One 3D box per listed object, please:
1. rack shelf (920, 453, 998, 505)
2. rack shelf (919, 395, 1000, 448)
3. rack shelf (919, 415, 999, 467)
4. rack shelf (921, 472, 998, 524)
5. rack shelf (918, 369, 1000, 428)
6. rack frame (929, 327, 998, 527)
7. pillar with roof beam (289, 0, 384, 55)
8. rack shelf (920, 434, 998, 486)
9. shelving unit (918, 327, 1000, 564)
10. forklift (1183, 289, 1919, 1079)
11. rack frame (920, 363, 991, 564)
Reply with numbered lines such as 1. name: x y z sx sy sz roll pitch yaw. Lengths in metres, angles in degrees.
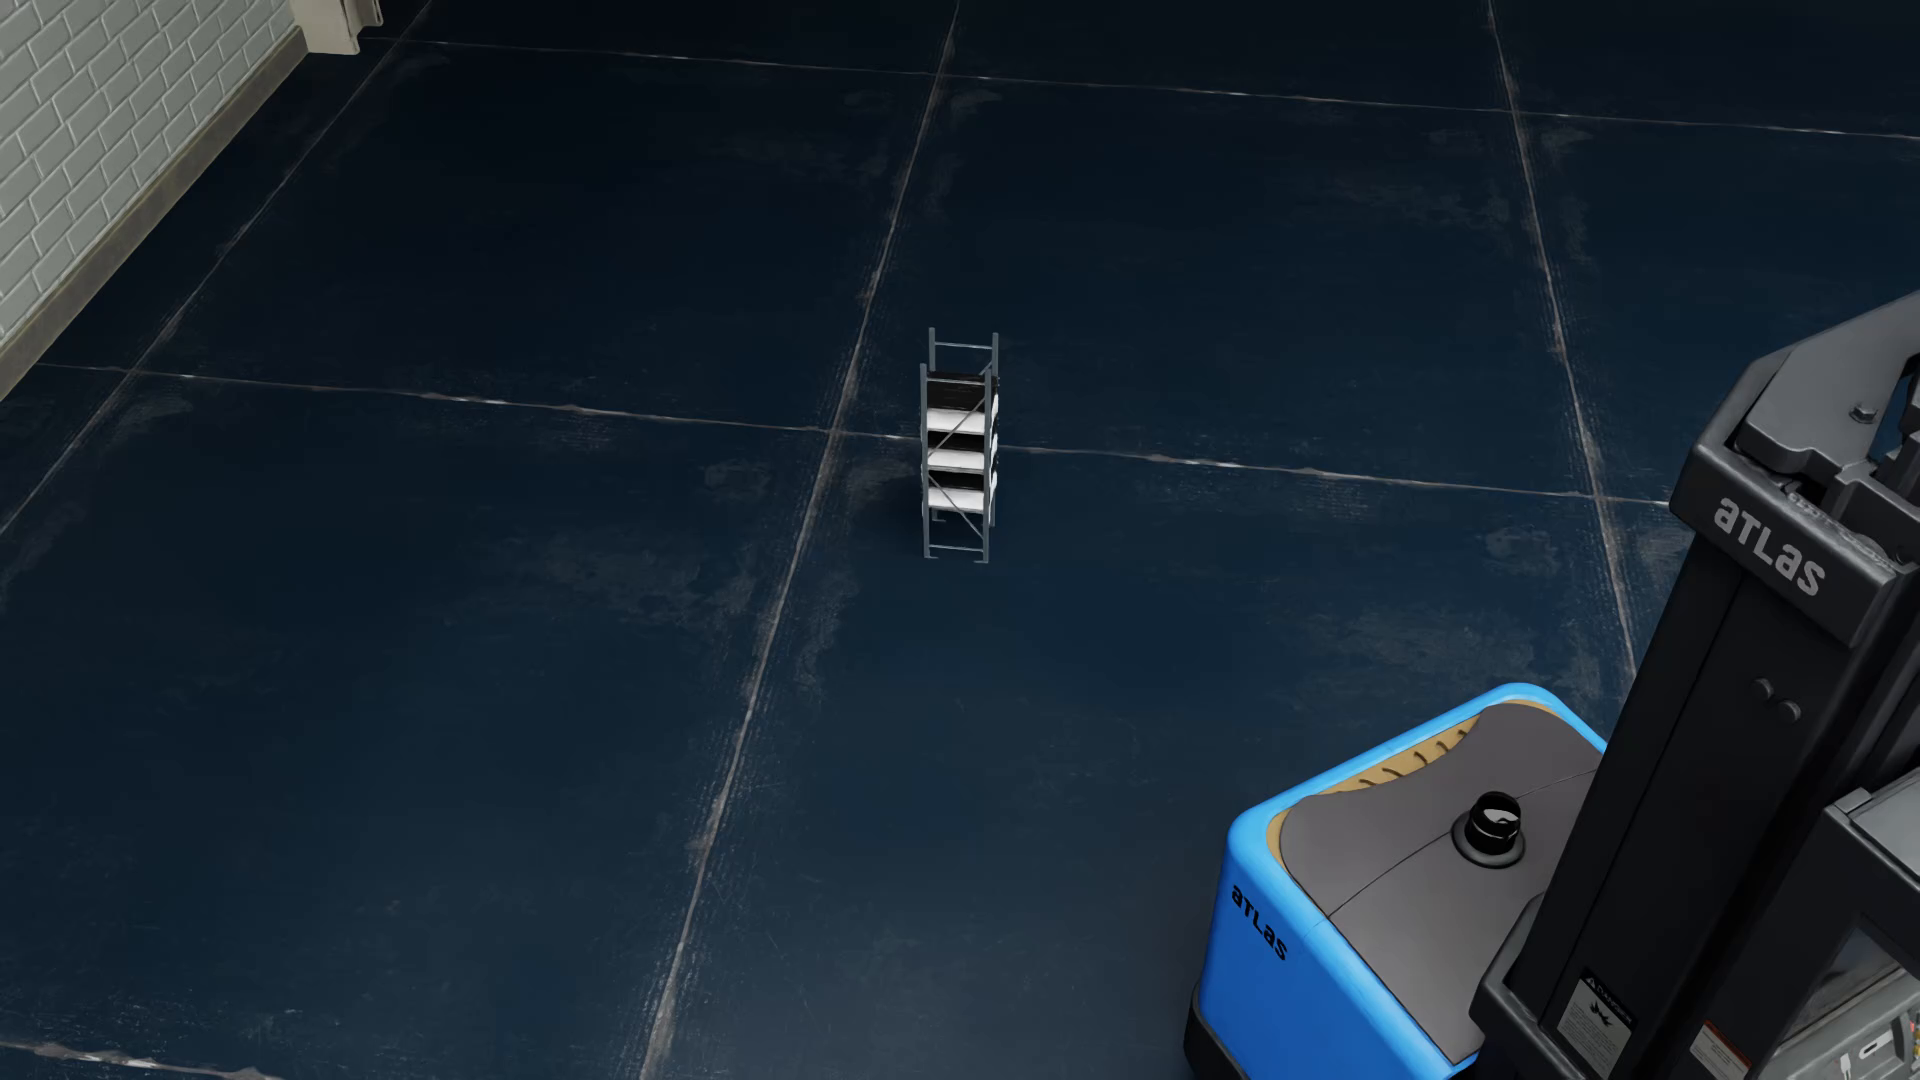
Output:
1. rack shelf: -0.001 -0.232 6.020 0.258 0.077 0.200 5 44 6
2. rack shelf: -0.001 -0.428 5.834 0.258 0.077 0.200 5 44 6
3. rack shelf: -0.001 -0.362 5.896 0.258 0.077 0.200 5 44 6
4. rack shelf: -0.001 -0.166 6.081 0.258 0.077 0.200 5 44 6
5. rack shelf: -0.001 -0.493 5.772 0.258 0.077 0.200 5 44 6
6. rack frame: 0.012 -0.391 6.008 0.240 0.900 0.006 5 44 6
7. pillar with roof beam: 0.863 -5.659 5.682 9.100 9.000 0.400 5 44 6
8. rack shelf: -0.001 -0.297 5.958 0.258 0.077 0.200 5 44 6
9. shelving unit: -0.001 -0.321 5.935 0.258 0.900 0.210 5 44 6
10. forklift: 1.788 1.108 2.948 1.130 2.935 3.031 -21 47 -21
11. rack frame: -0.015 -0.252 5.862 0.240 0.900 0.006 5 44 6
